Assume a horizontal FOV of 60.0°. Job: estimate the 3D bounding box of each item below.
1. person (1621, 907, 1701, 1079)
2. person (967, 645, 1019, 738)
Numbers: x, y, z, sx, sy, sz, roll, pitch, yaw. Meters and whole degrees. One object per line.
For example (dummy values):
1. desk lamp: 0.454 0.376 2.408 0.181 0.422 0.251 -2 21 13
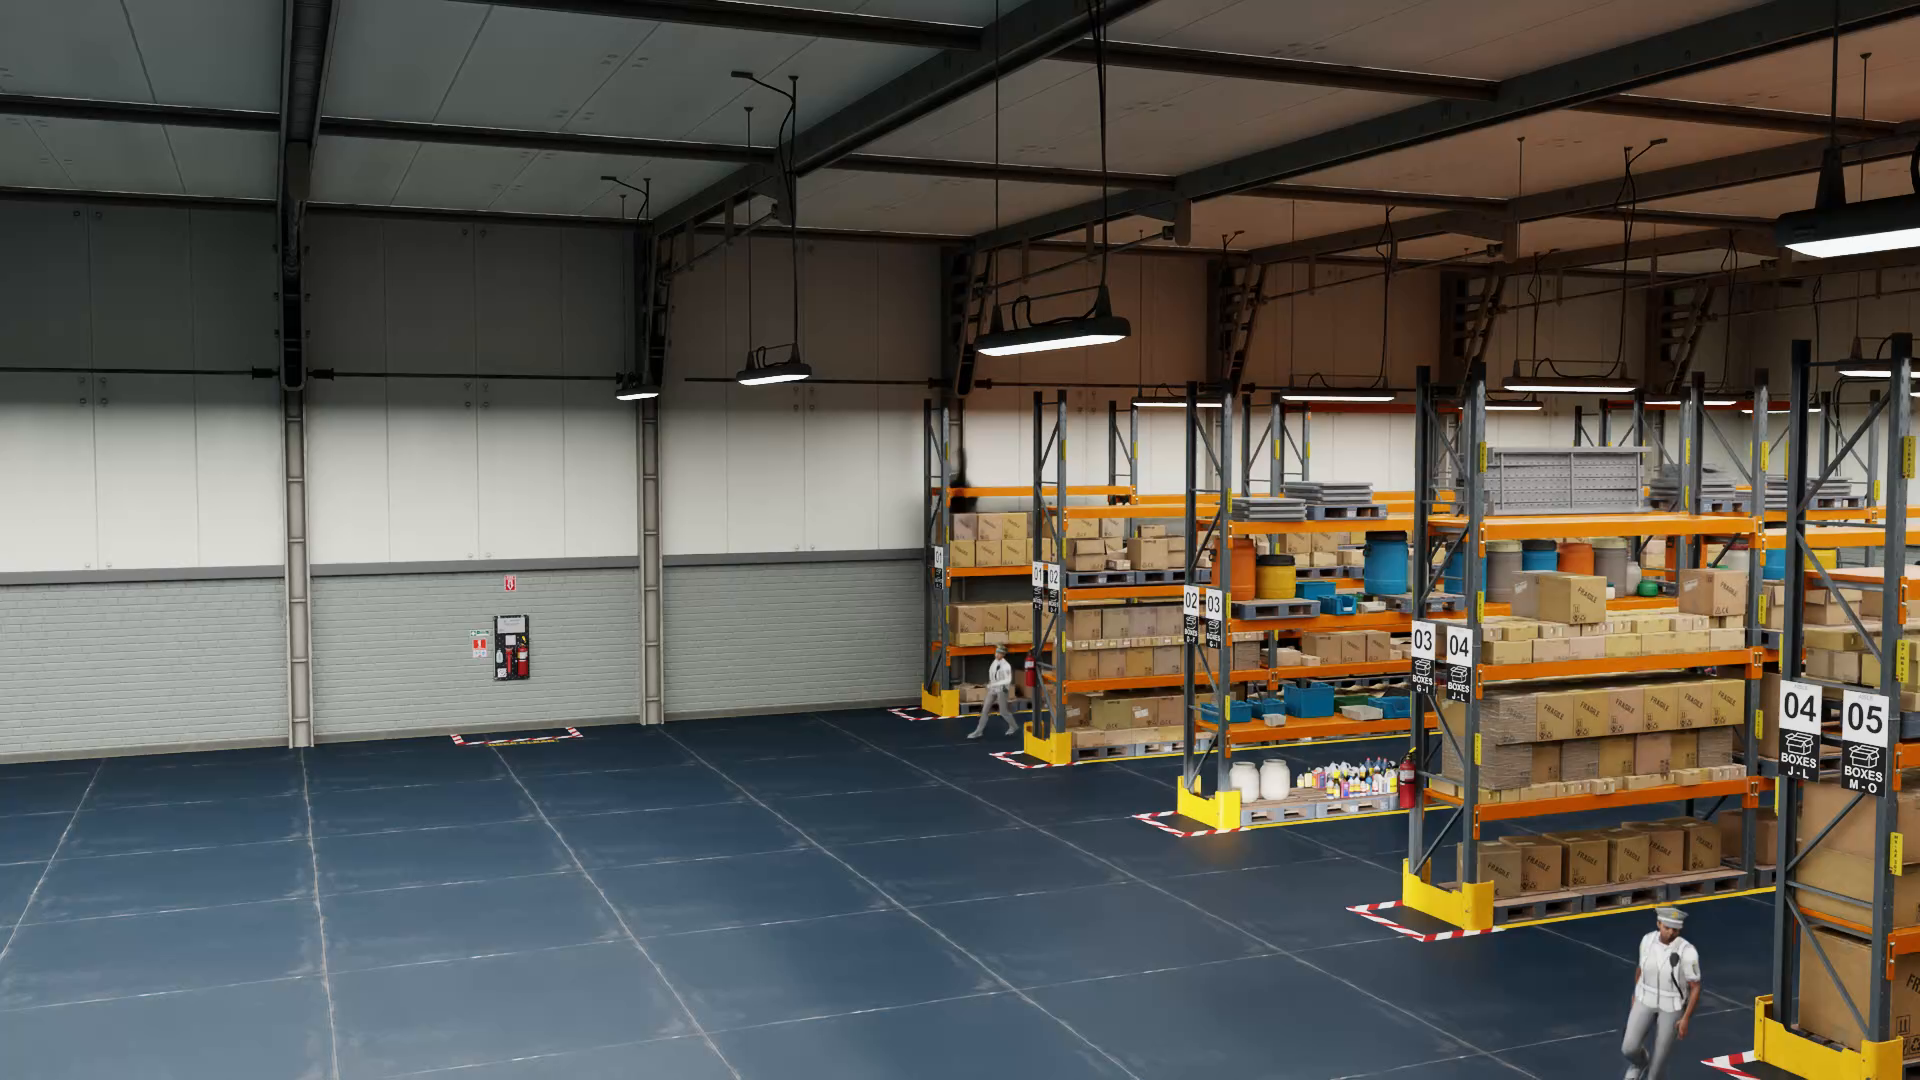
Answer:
1. person: 5.395 3.595 12.796 0.586 1.628 0.548 2 4 36
2. person: 0.675 2.604 28.728 0.941 1.625 0.659 -3 4 -39
